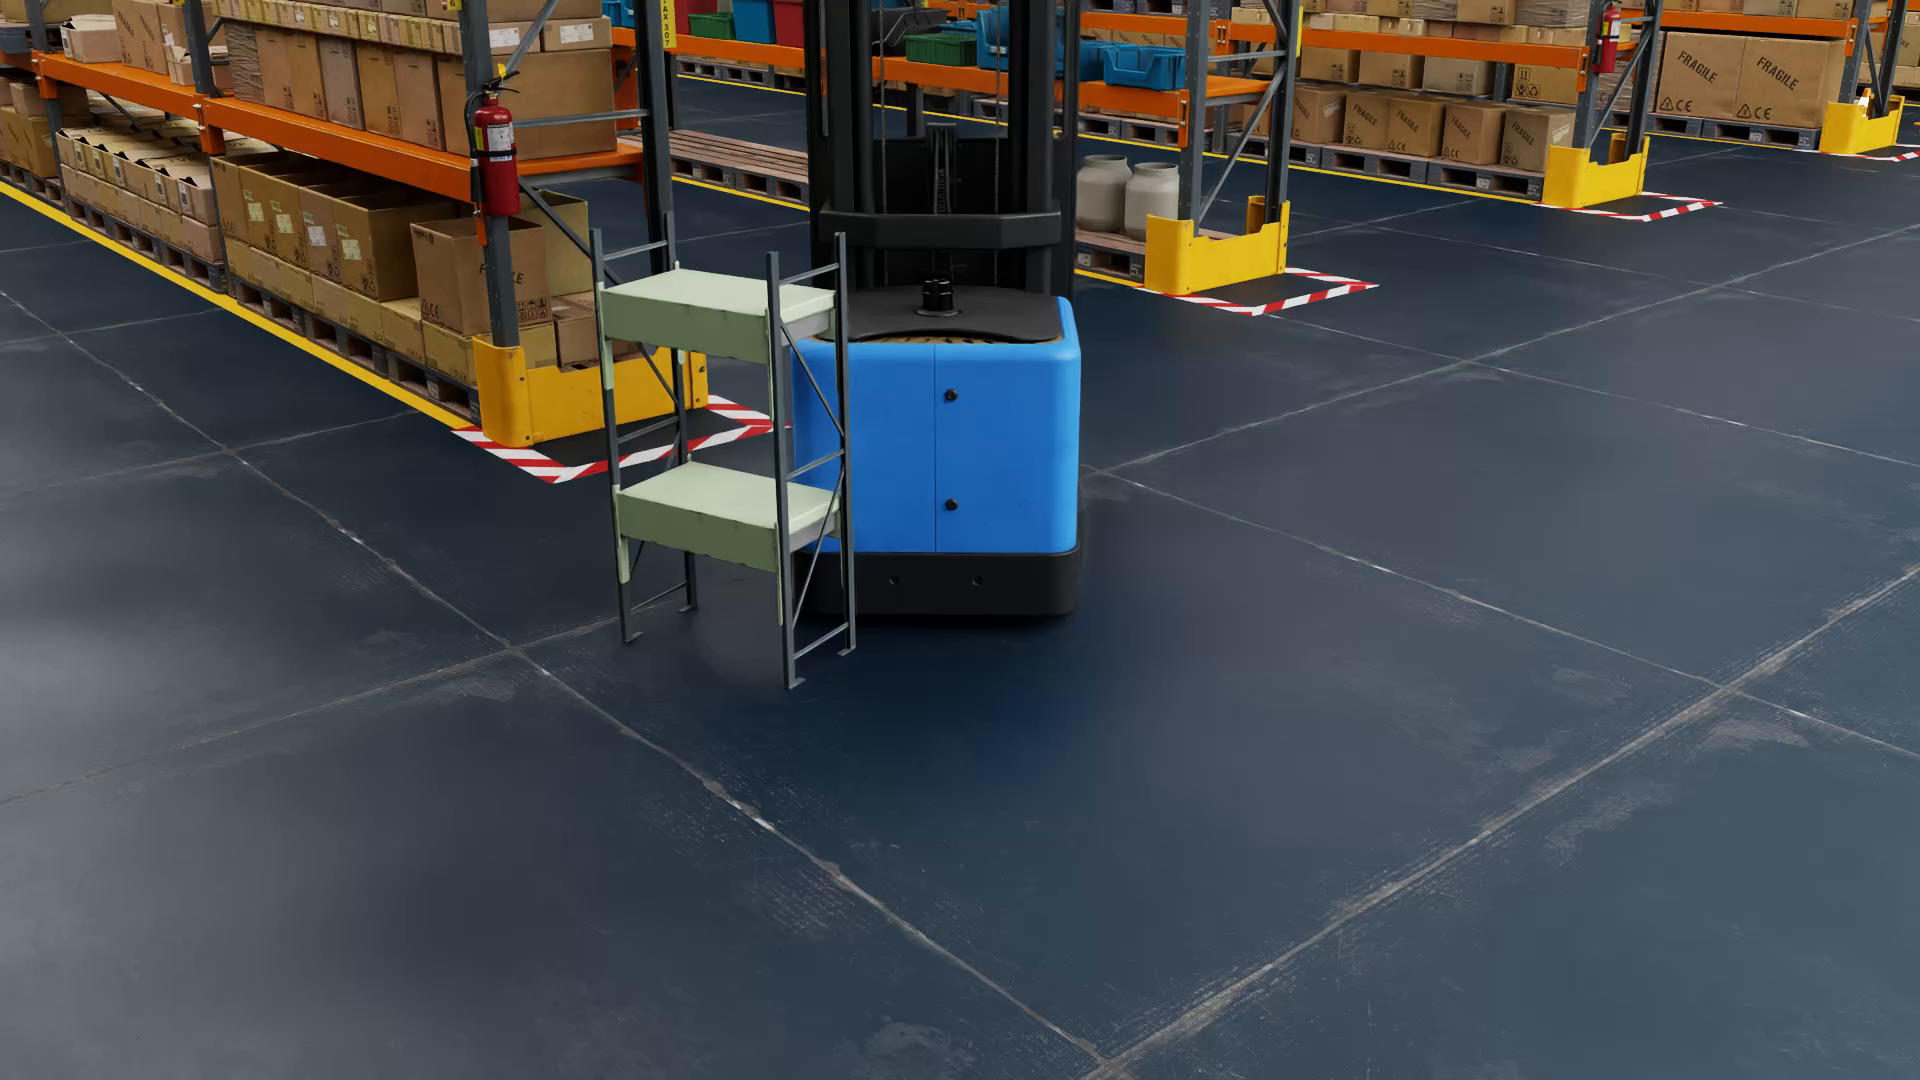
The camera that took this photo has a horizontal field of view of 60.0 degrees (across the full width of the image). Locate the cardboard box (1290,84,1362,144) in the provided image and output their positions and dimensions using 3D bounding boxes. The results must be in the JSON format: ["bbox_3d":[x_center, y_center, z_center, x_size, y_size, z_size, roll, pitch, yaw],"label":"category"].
[{"bbox_3d":[3.628,-4.248,16.569,0.500,0.500,0.500,-9,23,-21],"label":"cardboard box"}]

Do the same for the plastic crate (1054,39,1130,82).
[{"bbox_3d":[0.903,-3.387,11.723,0.499,0.251,0.408,-17,27,-37],"label":"plastic crate"}]

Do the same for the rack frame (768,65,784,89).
[{"bbox_3d":[-2.205,-7.703,22.539,1.000,3.000,0.127,-17,27,-37],"label":"rack frame"}]

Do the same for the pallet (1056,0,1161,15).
[{"bbox_3d":[1.729,-5.972,18.380,1.003,0.211,1.213,-17,27,-37],"label":"pallet"}]

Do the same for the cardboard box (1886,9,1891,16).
[{"bbox_3d":[11.792,-6.702,21.258,0.380,0.149,0.250,-16,27,-35],"label":"cardboard box"}]

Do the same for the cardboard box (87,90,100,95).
[{"bbox_3d":[-8.529,-4.042,16.014,0.500,0.500,0.500,-17,27,-37],"label":"cardboard box"}]

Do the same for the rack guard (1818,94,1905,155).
[{"bbox_3d":[9.468,-4.370,17.456,1.175,0.500,0.348,-17,27,-37],"label":"rack guard"}]

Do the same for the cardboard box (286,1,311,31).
[{"bbox_3d":[-3.617,-3.009,9.527,0.380,0.149,0.250,-18,28,-39],"label":"cardboard box"}]

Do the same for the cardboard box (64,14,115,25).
[{"bbox_3d":[-6.897,-4.088,13.432,0.500,0.311,0.500,-15,26,-34],"label":"cardboard box"}]

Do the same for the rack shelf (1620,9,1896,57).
[{"bbox_3d":[8.146,-5.758,18.559,1.077,0.370,4.000,-17,27,-37],"label":"rack shelf"}]

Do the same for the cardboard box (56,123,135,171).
[{"bbox_3d":[-6.982,-3.203,13.473,0.500,0.311,0.500,-16,27,-36],"label":"cardboard box"}]

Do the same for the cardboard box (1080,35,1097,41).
[{"bbox_3d":[1.220,-5.666,19.133,0.500,0.250,0.500,-14,25,-32],"label":"cardboard box"}]

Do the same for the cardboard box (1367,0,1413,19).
[{"bbox_3d":[4.262,-5.130,15.424,0.875,0.500,0.500,-17,27,-37],"label":"cardboard box"}]

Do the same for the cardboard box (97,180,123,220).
[{"bbox_3d":[-6.309,-2.661,12.858,0.500,0.250,0.500,-18,28,-39],"label":"cardboard box"}]

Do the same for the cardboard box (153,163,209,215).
[{"bbox_3d":[-5.316,-2.498,11.674,0.500,0.311,0.500,-17,27,-36],"label":"cardboard box"}]

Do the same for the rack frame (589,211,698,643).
[{"bbox_3d":[-1.114,-0.388,5.917,0.023,1.500,0.400,12,25,29],"label":"rack frame"}]

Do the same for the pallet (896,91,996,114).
[{"bbox_3d":[-0.051,-5.535,20.827,1.003,0.211,1.213,-17,27,-37],"label":"pallet"}]

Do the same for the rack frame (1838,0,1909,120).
[{"bbox_3d":[9.452,-5.541,17.017,1.000,3.000,0.127,-17,27,-37],"label":"rack frame"}]

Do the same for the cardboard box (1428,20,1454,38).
[{"bbox_3d":[4.458,-4.642,15.067,0.380,0.149,0.250,-17,27,-37],"label":"cardboard box"}]

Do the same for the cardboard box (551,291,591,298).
[{"bbox_3d":[-2.390,-1.284,9.344,0.500,0.250,0.500,-17,27,-37],"label":"cardboard box"}]

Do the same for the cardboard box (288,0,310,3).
[{"bbox_3d":[-3.538,-3.387,9.604,0.700,0.500,0.500,-17,27,-37],"label":"cardboard box"}]

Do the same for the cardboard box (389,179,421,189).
[{"bbox_3d":[-3.038,-1.911,9.917,0.500,0.500,0.500,-17,27,-37],"label":"cardboard box"}]

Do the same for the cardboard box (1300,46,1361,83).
[{"bbox_3d":[5.132,-6.469,21.895,1.050,0.750,0.750,-17,27,-37],"label":"cardboard box"}]

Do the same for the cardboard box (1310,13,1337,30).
[{"bbox_3d":[3.570,-4.965,15.891,0.380,0.149,0.250,-17,27,-37],"label":"cardboard box"}]

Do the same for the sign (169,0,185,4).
[{"bbox_3d":[-4.895,-3.506,10.344,0.100,0.325,0.005,-17,27,-37],"label":"sign"}]

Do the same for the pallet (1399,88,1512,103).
[{"bbox_3d":[6.280,-5.543,20.846,1.003,0.211,1.213,-17,27,-37],"label":"pallet"}]

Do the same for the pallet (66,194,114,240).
[{"bbox_3d":[-6.593,-2.706,13.603,1.003,0.211,1.213,-17,27,-37],"label":"pallet"}]

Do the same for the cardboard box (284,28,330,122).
[{"bbox_3d":[-3.522,-2.777,9.825,0.700,0.500,0.500,-17,27,-37],"label":"cardboard box"}]

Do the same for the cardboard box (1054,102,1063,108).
[{"bbox_3d":[1.231,-5.308,19.249,0.500,0.500,0.700,20,29,41],"label":"cardboard box"}]

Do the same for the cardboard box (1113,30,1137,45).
[{"bbox_3d":[2.599,-7.333,24.445,0.500,0.500,0.500,-17,27,-37],"label":"cardboard box"}]

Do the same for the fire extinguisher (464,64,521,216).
[{"bbox_3d":[-2.154,-1.851,7.704,0.296,0.674,0.183,-17,27,-37],"label":"fire extinguisher"}]

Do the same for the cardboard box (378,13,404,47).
[{"bbox_3d":[-2.774,-2.652,8.616,0.380,0.149,0.250,-17,27,-37],"label":"cardboard box"}]

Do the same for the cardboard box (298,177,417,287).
[{"bbox_3d":[-3.444,-1.784,9.591,0.500,0.500,0.500,-17,27,-37],"label":"cardboard box"}]

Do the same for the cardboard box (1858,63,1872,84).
[{"bbox_3d":[11.726,-6.110,21.665,0.500,0.250,0.500,-19,28,-39],"label":"cardboard box"}]

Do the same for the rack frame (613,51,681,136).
[{"bbox_3d":[-3.346,-5.419,16.707,1.000,3.000,0.127,-17,27,-37],"label":"rack frame"}]

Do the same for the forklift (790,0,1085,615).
[{"bbox_3d":[-0.067,-1.575,6.987,1.130,2.935,3.031,0,21,1],"label":"forklift"}]

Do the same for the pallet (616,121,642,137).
[{"bbox_3d":[-3.892,-4.329,17.746,1.003,0.211,1.213,-17,27,-37],"label":"pallet"}]

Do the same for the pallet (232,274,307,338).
[{"bbox_3d":[-4.003,-1.608,10.799,1.003,0.211,1.213,-17,27,-37],"label":"pallet"}]

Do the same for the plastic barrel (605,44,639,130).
[{"bbox_3d":[-3.678,-4.735,17.361,0.600,0.830,0.708,-17,27,-37],"label":"plastic barrel"}]

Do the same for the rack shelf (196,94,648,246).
[{"bbox_3d":[-3.184,-2.248,9.597,1.077,0.370,4.000,-17,27,-37],"label":"rack shelf"}]

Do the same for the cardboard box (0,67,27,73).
[{"bbox_3d":[-8.928,-4.268,15.564,0.500,0.250,0.500,-17,27,-37],"label":"cardboard box"}]

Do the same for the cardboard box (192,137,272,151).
[{"bbox_3d":[-5.575,-2.910,12.726,0.500,0.311,0.500,-17,27,-36],"label":"cardboard box"}]

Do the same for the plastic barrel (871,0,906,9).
[{"bbox_3d":[-0.758,-4.726,14.250,0.600,0.901,0.708,-17,27,-37],"label":"plastic barrel"}]

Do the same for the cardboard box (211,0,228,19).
[{"bbox_3d":[-4.461,-3.364,10.433,0.380,0.149,0.250,-18,27,-38],"label":"cardboard box"}]

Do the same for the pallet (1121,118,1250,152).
[{"bbox_3d":[2.508,-4.409,17.952,1.003,0.211,1.213,-17,27,-37],"label":"pallet"}]

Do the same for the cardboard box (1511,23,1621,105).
[{"bbox_3d":[7.198,-5.662,19.663,0.875,0.875,0.875,-17,27,-37],"label":"cardboard box"}]

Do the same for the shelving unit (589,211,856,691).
[{"bbox_3d":[-0.801,-0.318,5.741,0.755,1.500,0.431,12,25,29],"label":"shelving unit"}]

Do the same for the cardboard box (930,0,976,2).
[{"bbox_3d":[-0.104,-6.722,19.896,0.500,0.500,0.500,-16,27,-36],"label":"cardboard box"}]

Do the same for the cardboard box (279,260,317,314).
[{"bbox_3d":[-3.772,-1.572,10.079,0.500,0.250,0.500,-17,27,-37],"label":"cardboard box"}]

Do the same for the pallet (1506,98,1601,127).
[{"bbox_3d":[7.278,-5.119,19.763,1.003,0.211,1.213,-17,27,-37],"label":"pallet"}]

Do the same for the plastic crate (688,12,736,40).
[{"bbox_3d":[-2.086,-4.629,14.981,0.450,0.188,0.662,-17,27,-37],"label":"plastic crate"}]

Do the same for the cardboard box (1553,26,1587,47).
[{"bbox_3d":[5.286,-4.300,14.195,0.380,0.149,0.250,-17,27,-37],"label":"cardboard box"}]

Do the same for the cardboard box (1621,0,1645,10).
[{"bbox_3d":[7.730,-6.293,18.732,0.875,0.550,0.550,-17,27,-37],"label":"cardboard box"}]

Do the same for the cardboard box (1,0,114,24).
[{"bbox_3d":[-7.597,-4.630,13.980,0.500,0.500,0.700,12,24,28],"label":"cardboard box"}]

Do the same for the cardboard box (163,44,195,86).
[{"bbox_3d":[-5.203,-3.272,11.410,0.396,0.266,0.258,-18,28,-39],"label":"cardboard box"}]
